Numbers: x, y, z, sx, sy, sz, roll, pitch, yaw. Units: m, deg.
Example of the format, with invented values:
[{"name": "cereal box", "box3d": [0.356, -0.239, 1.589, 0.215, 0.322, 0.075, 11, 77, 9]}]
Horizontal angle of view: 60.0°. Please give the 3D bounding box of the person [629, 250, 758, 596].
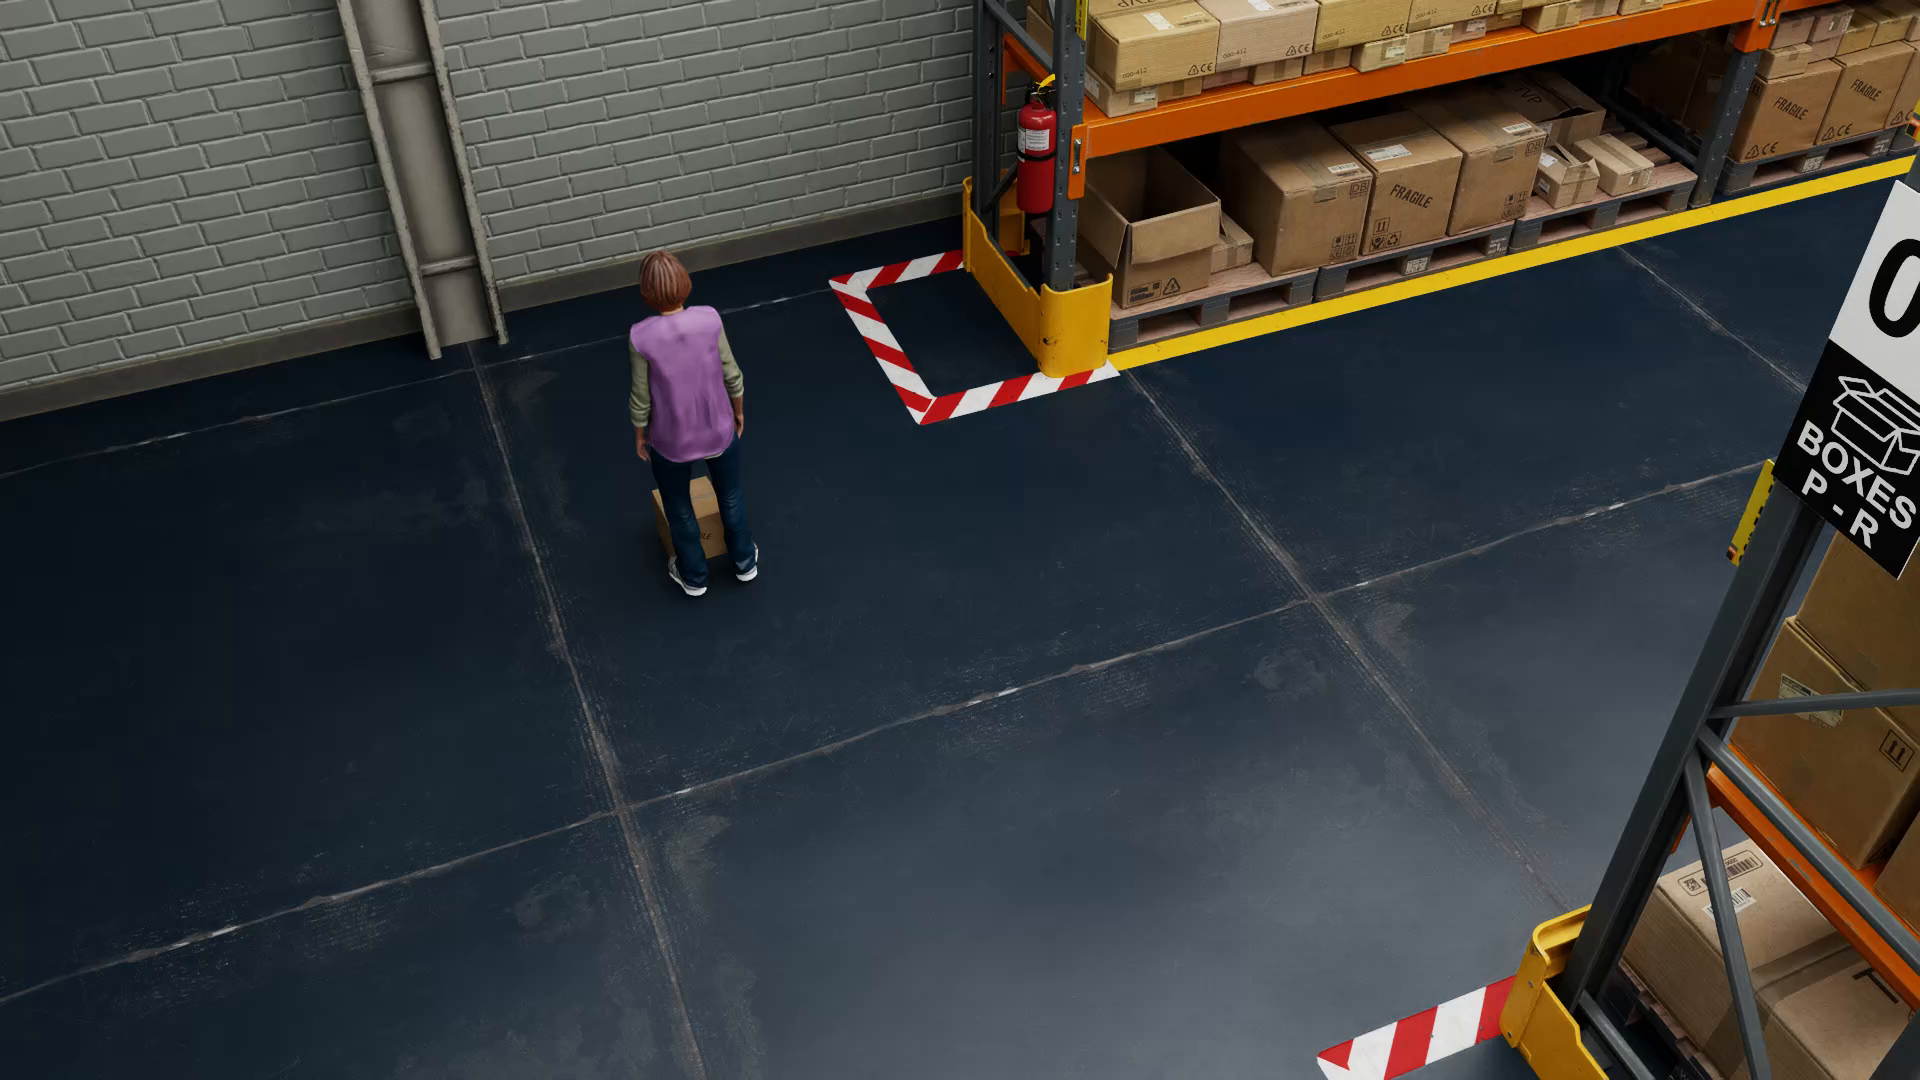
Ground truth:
[{"name": "person", "box3d": [-1.072, -0.429, 6.638, 0.463, 1.593, 0.344, -15, 45, -16]}]
